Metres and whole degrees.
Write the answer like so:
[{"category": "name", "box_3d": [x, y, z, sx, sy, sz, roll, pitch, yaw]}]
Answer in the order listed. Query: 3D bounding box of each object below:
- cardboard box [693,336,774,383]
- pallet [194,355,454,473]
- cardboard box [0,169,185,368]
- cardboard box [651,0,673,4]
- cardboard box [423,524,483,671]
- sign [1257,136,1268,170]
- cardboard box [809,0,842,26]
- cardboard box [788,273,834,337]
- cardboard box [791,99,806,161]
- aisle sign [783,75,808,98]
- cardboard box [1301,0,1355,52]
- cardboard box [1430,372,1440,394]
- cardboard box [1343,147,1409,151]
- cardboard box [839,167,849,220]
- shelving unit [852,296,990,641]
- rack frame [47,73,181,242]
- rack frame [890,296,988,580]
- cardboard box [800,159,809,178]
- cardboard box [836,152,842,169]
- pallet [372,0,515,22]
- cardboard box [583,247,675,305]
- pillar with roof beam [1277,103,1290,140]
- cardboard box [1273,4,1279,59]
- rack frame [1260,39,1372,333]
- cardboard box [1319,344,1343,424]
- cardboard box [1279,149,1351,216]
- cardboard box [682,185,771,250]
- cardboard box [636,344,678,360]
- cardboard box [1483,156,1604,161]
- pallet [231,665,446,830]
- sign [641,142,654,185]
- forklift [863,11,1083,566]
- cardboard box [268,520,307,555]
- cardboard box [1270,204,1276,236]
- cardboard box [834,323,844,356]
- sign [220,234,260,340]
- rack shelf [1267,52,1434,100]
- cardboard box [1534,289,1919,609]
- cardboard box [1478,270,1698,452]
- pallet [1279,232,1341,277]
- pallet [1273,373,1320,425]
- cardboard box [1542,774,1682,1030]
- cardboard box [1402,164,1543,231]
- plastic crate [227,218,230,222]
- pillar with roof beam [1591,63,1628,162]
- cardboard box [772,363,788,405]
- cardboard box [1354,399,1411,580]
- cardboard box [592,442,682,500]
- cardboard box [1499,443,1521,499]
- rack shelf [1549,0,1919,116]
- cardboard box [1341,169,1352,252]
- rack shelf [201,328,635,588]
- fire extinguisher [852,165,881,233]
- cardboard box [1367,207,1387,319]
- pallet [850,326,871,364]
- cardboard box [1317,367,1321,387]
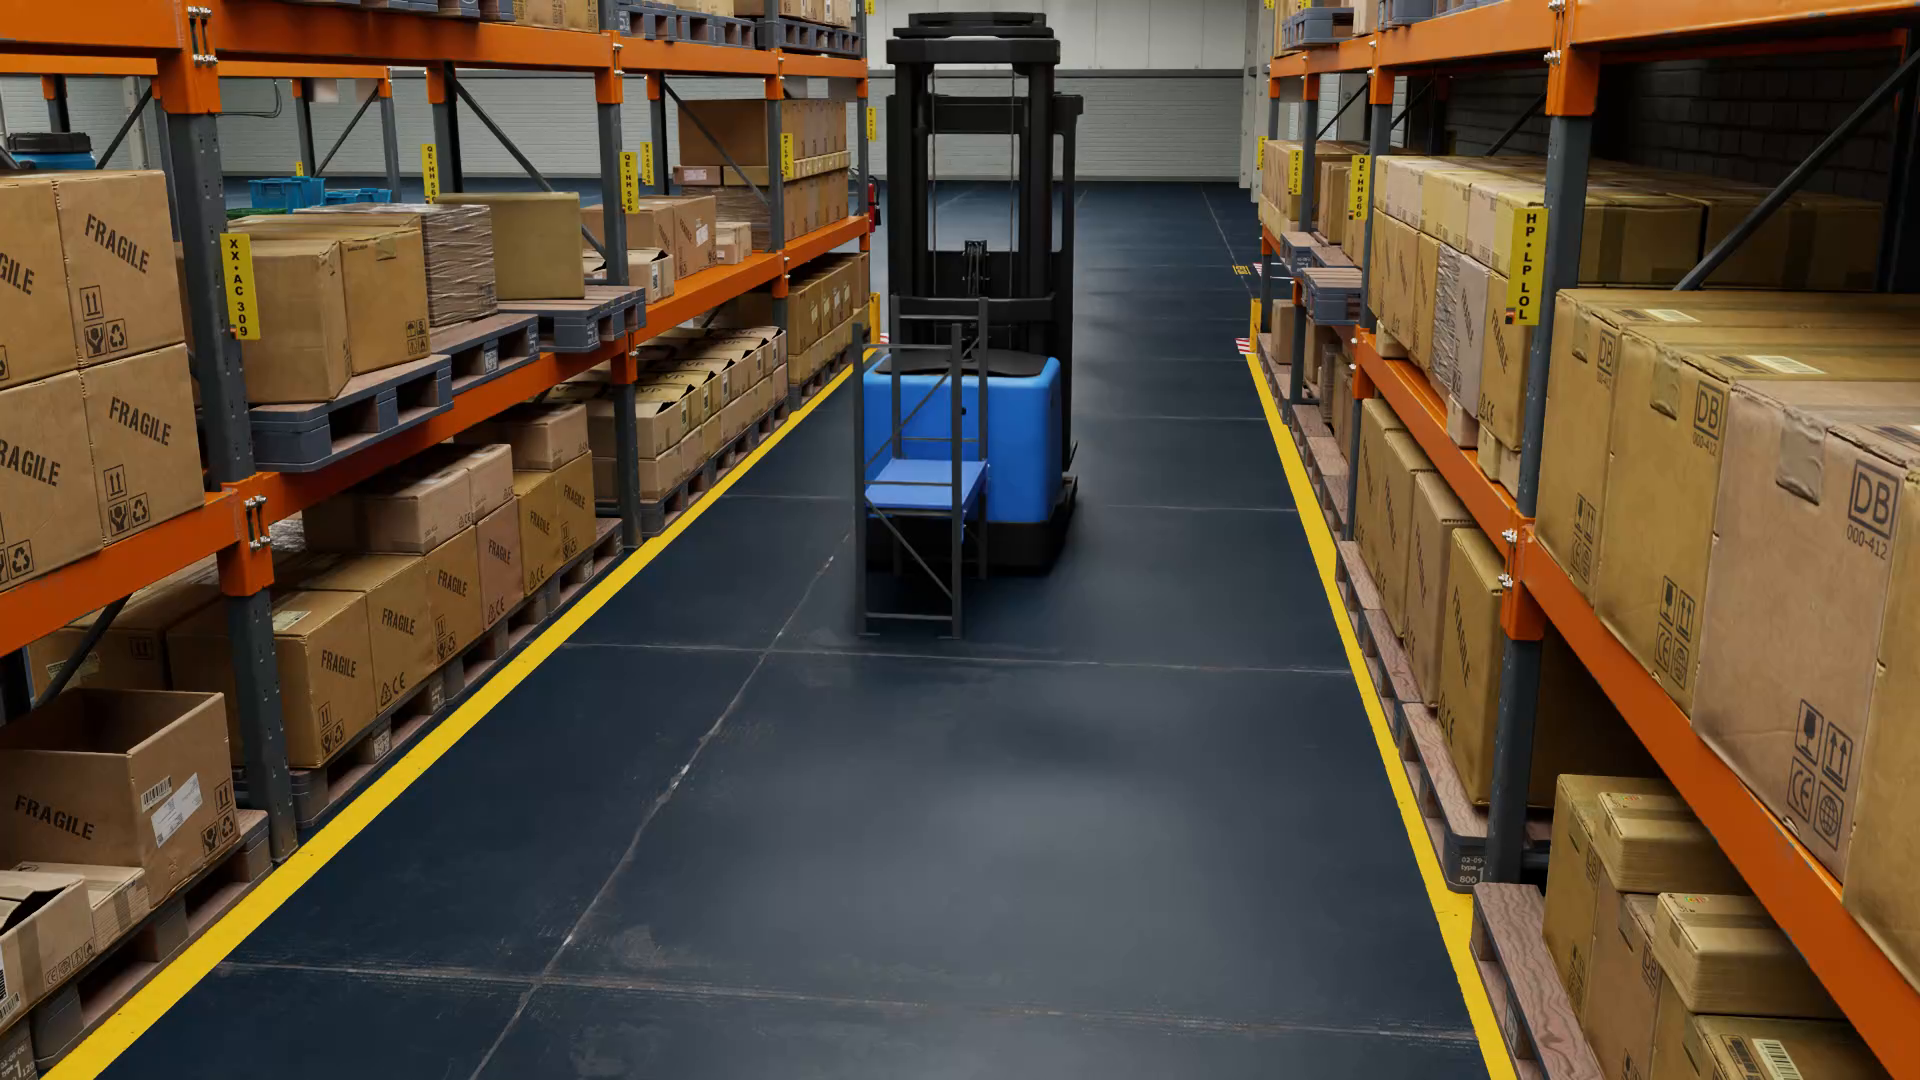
[{"category": "cardboard box", "box_3d": [-1.689, -1.354, 12.311, 0.500, 0.311, 0.500, 2, 15, 8]}, {"category": "pallet", "box_3d": [-2.579, -0.493, 6.106, 1.003, 0.211, 1.213, 2, 15, 6]}, {"category": "cardboard box", "box_3d": [-2.578, -0.774, 4.670, 0.500, 0.500, 0.500, 2, 15, 7]}, {"category": "cardboard box", "box_3d": [-2.152, -3.541, 10.746, 0.500, 0.250, 0.500, 0, 15, 2]}, {"category": "cardboard box", "box_3d": [-2.368, 0.226, 7.024, 0.500, 0.500, 0.500, 2, 15, 7]}, {"category": "sign", "box_3d": [2.959, -3.783, 16.246, 0.100, 0.325, 0.005, 2, 15, 6]}, {"category": "cardboard box", "box_3d": [-1.355, -4.718, 14.717, 0.500, 0.311, 0.500, 4, 16, 13]}, {"category": "cardboard box", "box_3d": [-1.399, -2.064, 14.576, 0.500, 0.500, 0.500, 2, 15, 6]}, {"category": "cardboard box", "box_3d": [-1.719, -3.507, 14.209, 0.700, 0.500, 0.500, 2, 15, 6]}, {"category": "aisle sign", "box_3d": [-1.721, -4.775, 16.594, 0.394, 0.787, 0.004, 2, 15, 6]}, {"category": "cardboard box", "box_3d": [2.859, -3.956, 12.570, 0.500, 0.500, 0.500, 2, 15, 8]}, {"category": "cardboard box", "box_3d": [2.166, -0.686, 6.894, 0.380, 0.149, 0.250, 2, 15, 7]}, {"category": "cardboard box", "box_3d": [3.432, -2.990, 13.784, 0.500, 0.500, 0.500, 2, 15, 8]}, {"category": "cardboard box", "box_3d": [-1.489, -3.421, 16.377, 0.700, 0.500, 0.500, 2, 15, 6]}, {"category": "shelving unit", "box_3d": [-0.175, -0.390, 8.232, 0.538, 1.500, 1.048, 2, 15, 7]}, {"category": "rack frame", "box_3d": [-6.797, -2.603, 13.543, 1.000, 3.000, 0.127, 2, 15, 6]}, {"category": "rack frame", "box_3d": [-0.107, -0.522, 8.719, 0.500, 1.500, 0.032, 2, 15, 7]}, {"category": "cardboard box", "box_3d": [-1.511, -3.216, 14.375, 0.380, 0.149, 0.250, 1, 15, 5]}, {"category": "cardboard box", "box_3d": [-1.335, -3.616, 15.855, 0.380, 0.149, 0.250, 1, 15, 5]}, {"category": "pallet", "box_3d": [-2.521, -2.175, 6.572, 1.213, 0.211, 1.003, 2, 15, 6]}, {"category": "cardboard box", "box_3d": [-2.033, -1.602, 10.012, 0.500, 0.311, 0.500, 2, 15, 6]}, {"category": "pillar with roof beam", "box_3d": [2.033, -10.833, 32.486, 9.100, 9.000, 0.400, 2, 15, 6]}, {"category": "cardboard box", "box_3d": [3.212, -4.775, 15.600, 0.500, 0.500, 0.500, 2, 15, 8]}, {"category": "rack frame", "box_3d": [3.499, -3.349, 16.300, 1.000, 3.000, 0.127, 2, 15, 6]}, {"category": "cardboard box", "box_3d": [2.981, -1.126, 12.025, 0.700, 0.500, 0.500, 2, 15, 8]}, {"category": "cardboard box", "box_3d": [2.844, -2.872, 13.349, 0.500, 0.500, 0.500, 2, 15, 6]}, {"category": "cardboard box", "box_3d": [-1.831, -2.620, 13.413, 0.700, 0.500, 0.500, 1, 15, 5]}, {"category": "cardboard box", "box_3d": [-2.288, -1.239, 11.885, 0.500, 0.311, 0.500, 1, 15, 4]}, {"category": "cardboard box", "box_3d": [2.802, -1.712, 8.012, 0.500, 0.250, 0.500, 2, 15, 8]}, {"category": "pallet", "box_3d": [-2.724, 0.753, 6.475, 1.003, 0.211, 1.213, 2, 15, 6]}, {"category": "sign", "box_3d": [-2.427, -2.928, 12.935, 0.100, 0.325, 0.005, 2, 15, 6]}, {"category": "forklift", "box_3d": [0.153, -1.611, 10.003, 1.130, 2.935, 3.031, 2, 15, 7]}, {"category": "cardboard box", "box_3d": [-2.886, 0.218, 7.054, 0.500, 0.500, 0.500, 2, 15, 7]}, {"category": "cardboard box", "box_3d": [2.961, -2.771, 14.412, 0.500, 0.250, 0.500, 2, 15, 7]}, {"category": "cardboard box", "box_3d": [-1.348, -1.832, 15.154, 0.500, 0.250, 0.500, 2, 15, 6]}, {"category": "sign", "box_3d": [-2.238, -0.785, 5.162, 0.100, 0.325, 0.005, 2, 15, 6]}, {"category": "rack shelf", "box_3d": [3.273, -3.931, 14.085, 1.077, 0.370, 4.000, 2, 15, 6]}, {"category": "cardboard box", "box_3d": [2.067, -0.241, 4.233, 0.980, 0.700, 0.700, 2, 15, 7]}, {"category": "cardboard box", "box_3d": [1.946, -0.565, 5.206, 0.500, 0.500, 0.500, 1, 15, 5]}, {"category": "pallet", "box_3d": [2.816, -2.025, 11.772, 1.003, 0.211, 1.213, 2, 15, 6]}, {"category": "pallet", "box_3d": [3.088, -1.141, 13.476, 1.003, 0.211, 1.213, 2, 15, 6]}, {"category": "cardboard box", "box_3d": [1.958, 0.958, 4.356, 0.700, 0.500, 0.500, 2, 15, 7]}, {"category": "cardboard box", "box_3d": [2.176, -1.458, 7.072, 0.500, 0.250, 0.500, 2, 15, 7]}, {"category": "plastic crate", "box_3d": [-6.611, -2.705, 14.039, 0.767, 0.338, 0.504, 2, 15, 6]}, {"category": "pillar with roof beam", "box_3d": [-0.675, -4.609, 9.466, 9.100, 9.000, 0.400, 2, 15, 6]}, {"category": "cardboard box", "box_3d": [-1.634, -1.216, 12.875, 0.500, 0.250, 0.500, 2, 15, 6]}, {"category": "cardboard box", "box_3d": [2.383, -0.252, 8.162, 0.750, 0.750, 0.750, 1, 15, 6]}, {"category": "cardboard box", "box_3d": [-1.976, -0.422, 9.938, 0.500, 0.250, 0.500, 2, 15, 6]}, {"category": "cardboard box", "box_3d": [1.901, -0.221, 5.176, 0.380, 0.149, 0.250, 2, 15, 7]}, {"category": "rack shelf", "box_3d": [1.919, -0.819, 2.575, 1.077, 0.370, 4.000, 2, 15, 6]}, {"category": "cardboard box", "box_3d": [2.843, -2.125, 10.739, 0.700, 0.500, 0.500, 4, 16, 14]}, {"category": "rack shelf", "box_3d": [-2.552, -0.553, 7.339, 1.077, 0.370, 4.000, 2, 15, 6]}, {"category": "fire extinguisher", "box_3d": [-0.949, -3.473, 16.909, 0.296, 0.674, 0.183, 2, 15, 6]}, {"category": "cardboard box", "box_3d": [2.287, -1.357, 8.135, 0.500, 0.500, 0.500, 2, 15, 8]}, {"category": "pallet", "box_3d": [-1.469, -1.948, 16.462, 1.003, 0.211, 1.213, 2, 15, 6]}, {"category": "cardboard box", "box_3d": [3.078, -1.296, 13.293, 0.380, 0.166, 0.250, 0, 15, -1]}]
